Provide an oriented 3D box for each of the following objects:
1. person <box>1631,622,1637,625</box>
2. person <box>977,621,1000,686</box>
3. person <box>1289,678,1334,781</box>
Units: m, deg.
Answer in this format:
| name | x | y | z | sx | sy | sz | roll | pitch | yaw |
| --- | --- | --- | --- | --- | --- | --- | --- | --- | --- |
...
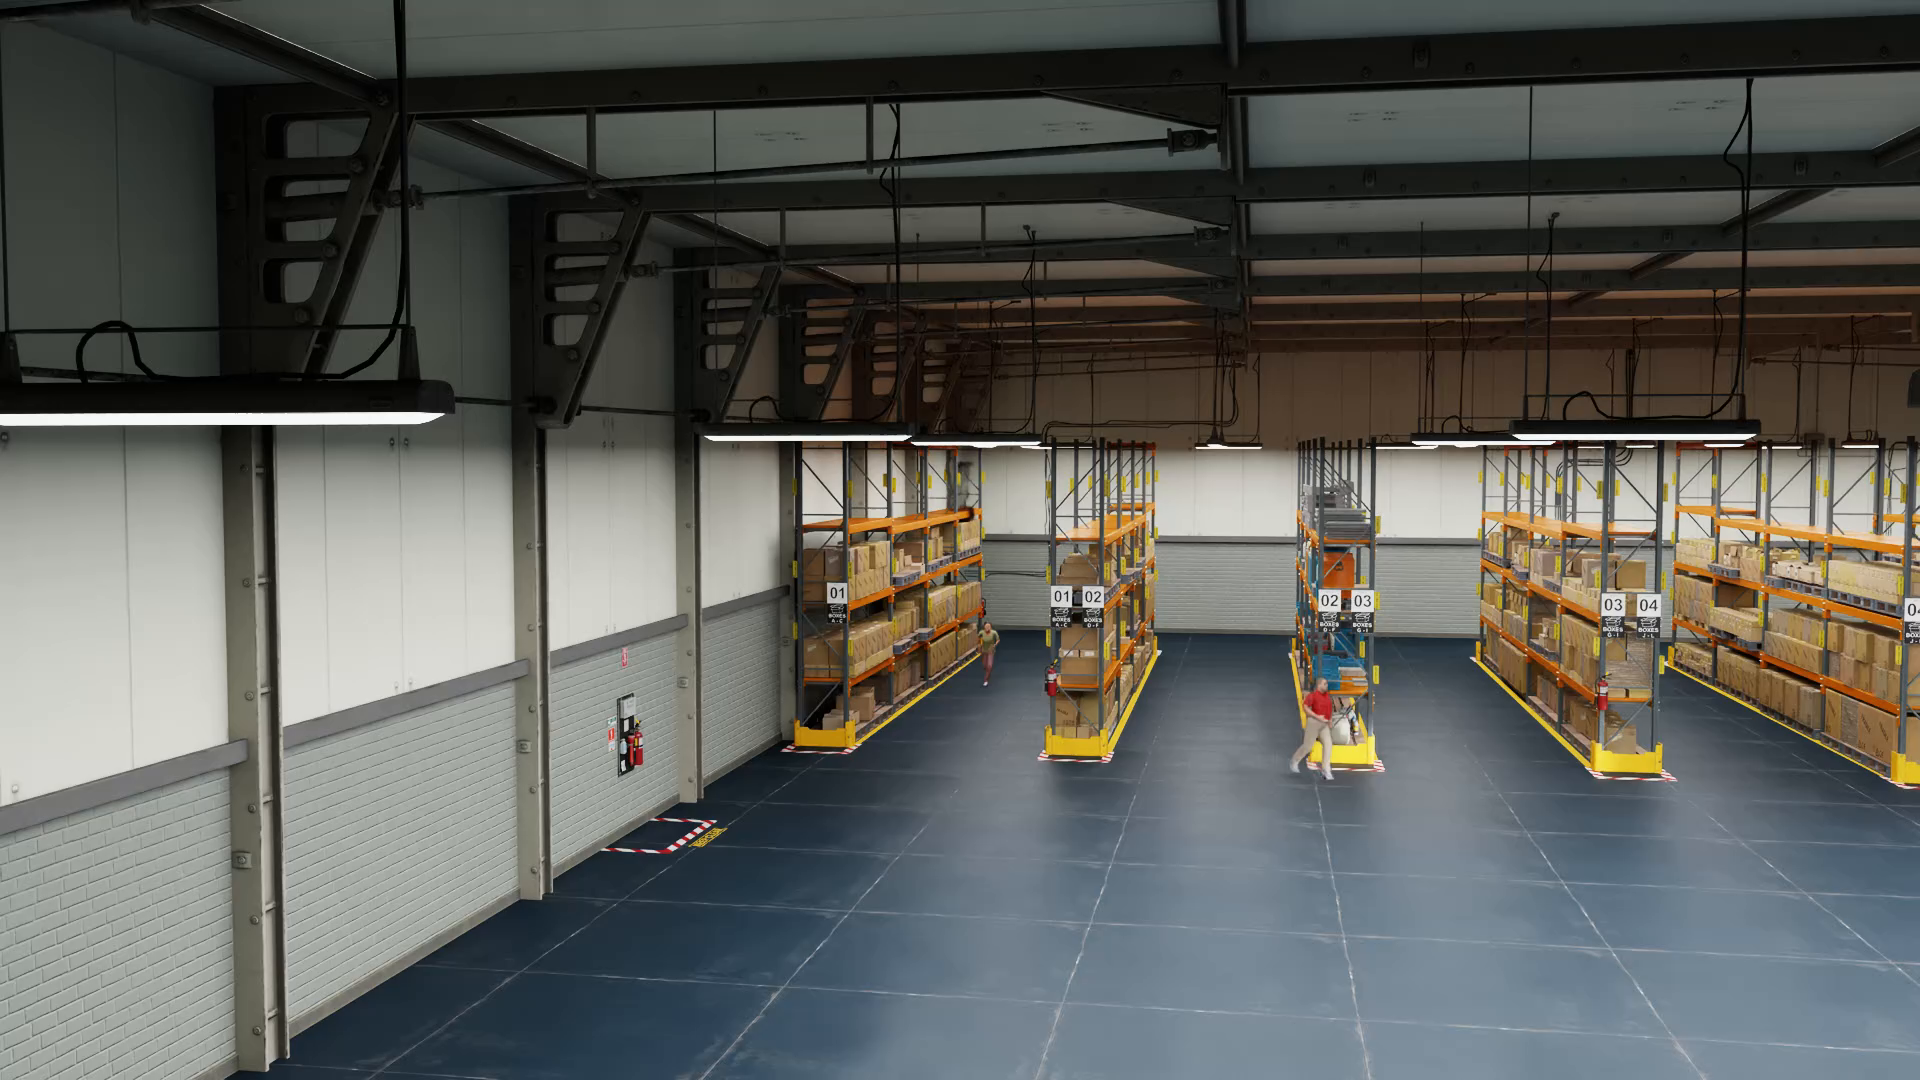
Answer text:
| name | x | y | z | sx | sy | sz | roll | pitch | yaw |
| --- | --- | --- | --- | --- | --- | --- | --- | --- | --- |
| person | 17.551 | 2.573 | 42.959 | 0.586 | 1.818 | 0.900 | 0 | 3 | 6 |
| person | 0.694 | 2.778 | 40.954 | 0.573 | 1.601 | 0.696 | 0 | 3 | 2 |
| person | 6.343 | 3.313 | 29.392 | 0.728 | 1.733 | 0.925 | -2 | 4 | -32 |
